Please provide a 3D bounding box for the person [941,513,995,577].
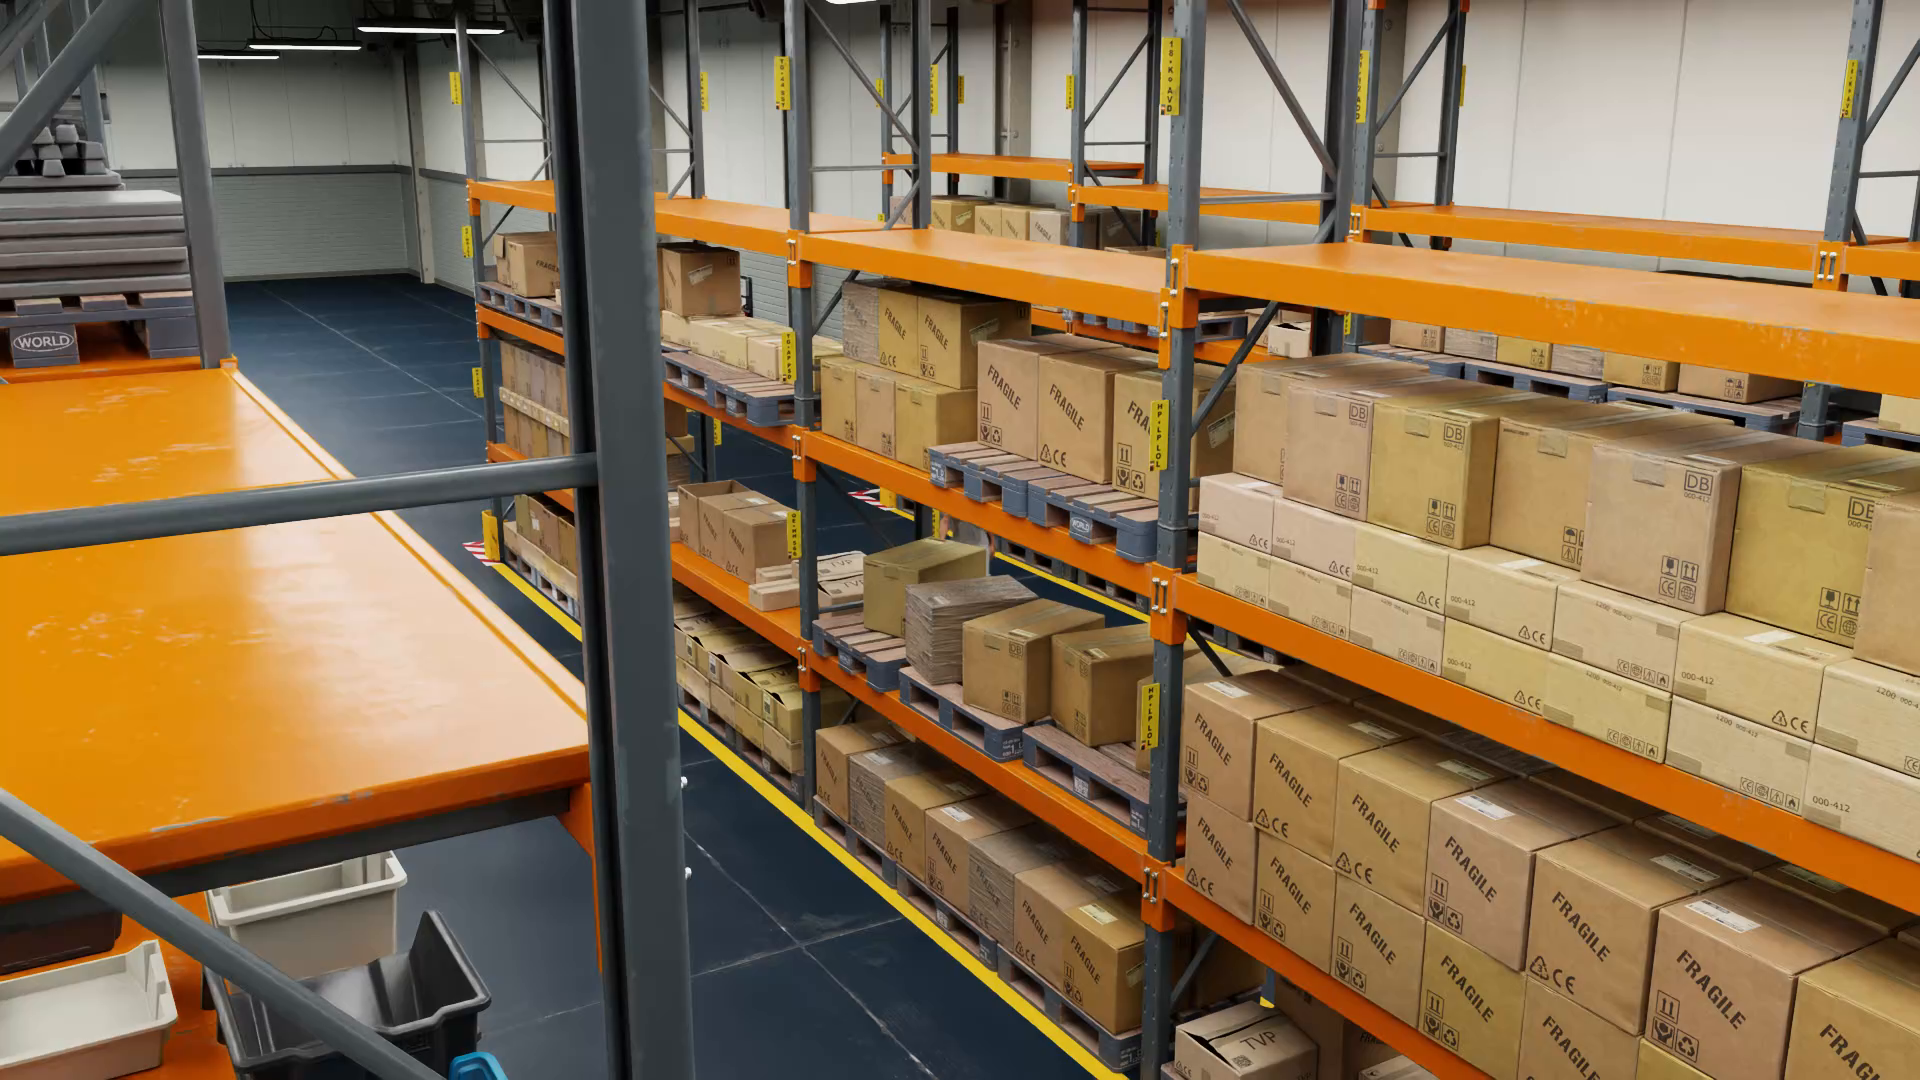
[{"bbox_3d":[0.075,0.048,15.882,0.515,1.639,0.800,0,15,1],"label":"person"}]
